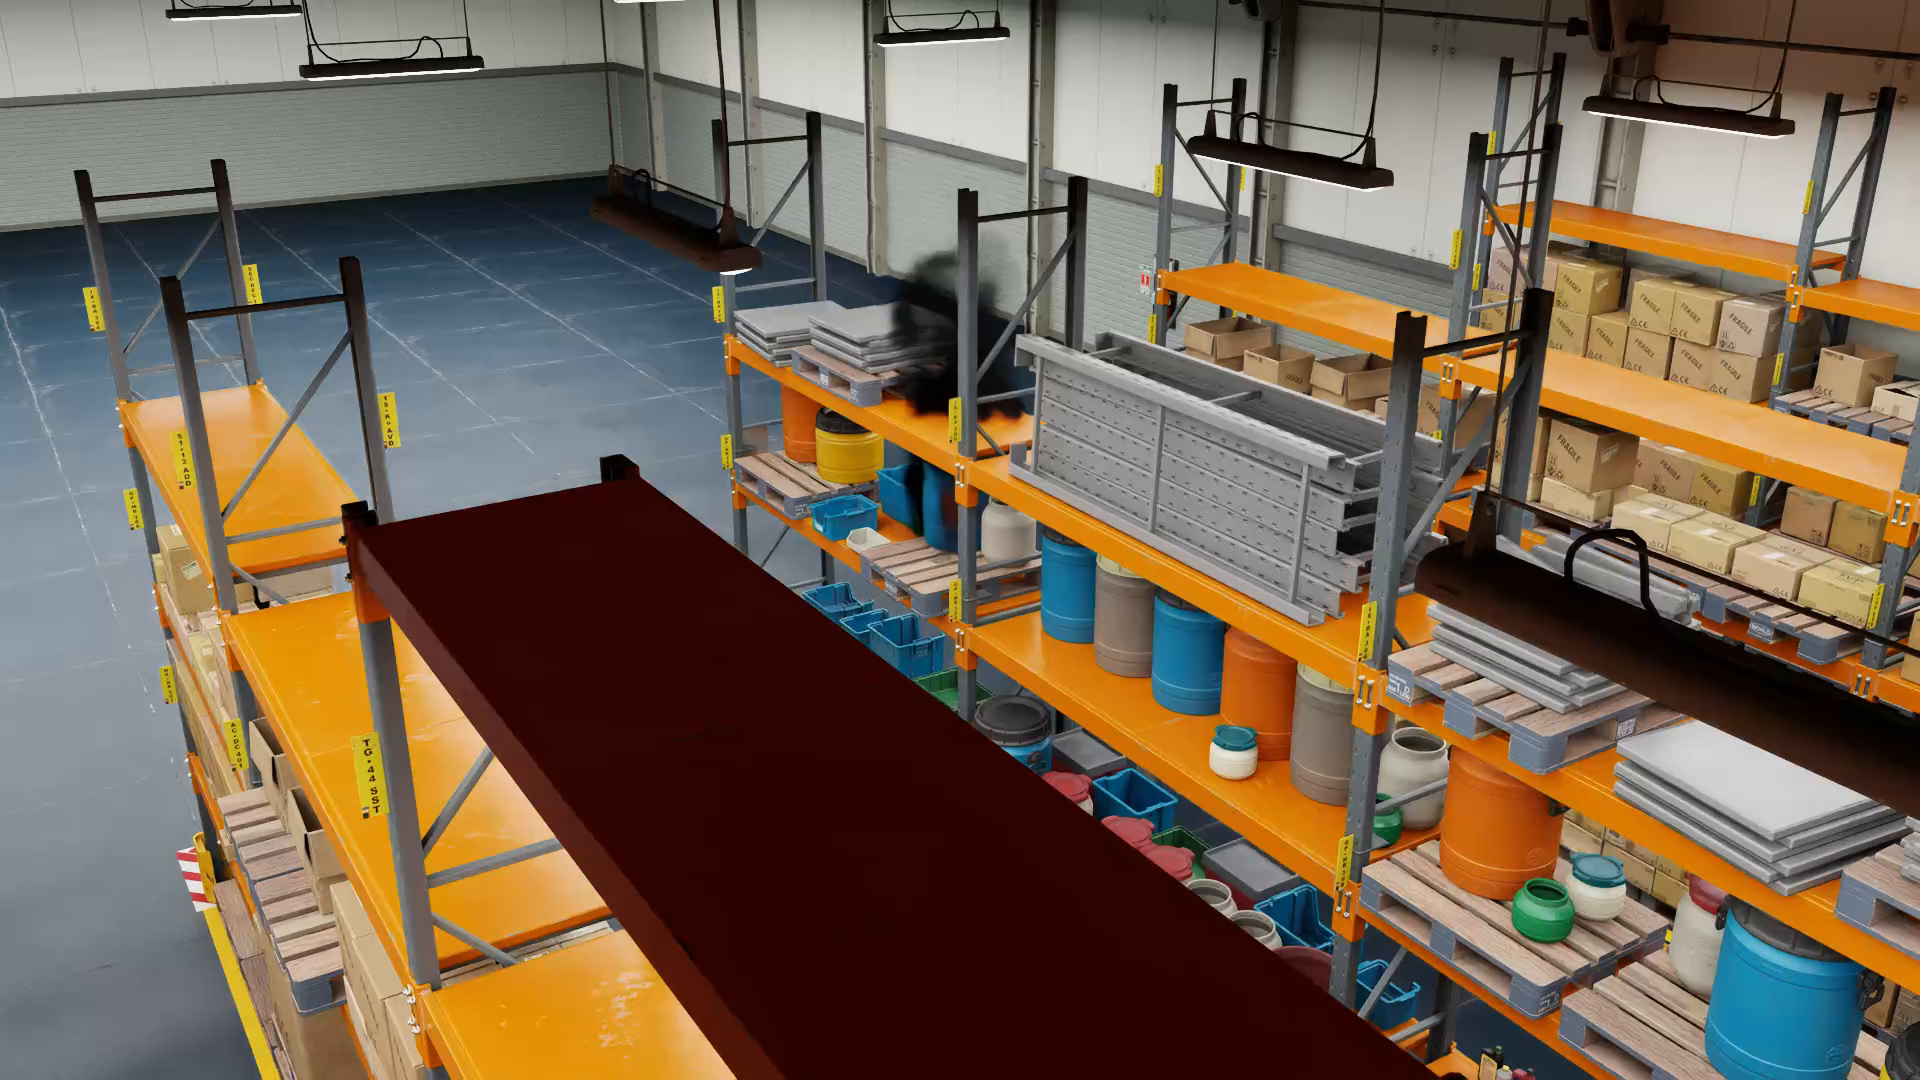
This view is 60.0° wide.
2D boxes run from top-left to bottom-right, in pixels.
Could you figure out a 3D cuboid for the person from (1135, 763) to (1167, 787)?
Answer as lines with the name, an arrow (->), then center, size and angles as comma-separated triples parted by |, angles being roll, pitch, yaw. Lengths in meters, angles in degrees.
person -> 1.708, 1.440, 14.698 | 0.534, 1.738, 0.671 | 20, 29, 40
